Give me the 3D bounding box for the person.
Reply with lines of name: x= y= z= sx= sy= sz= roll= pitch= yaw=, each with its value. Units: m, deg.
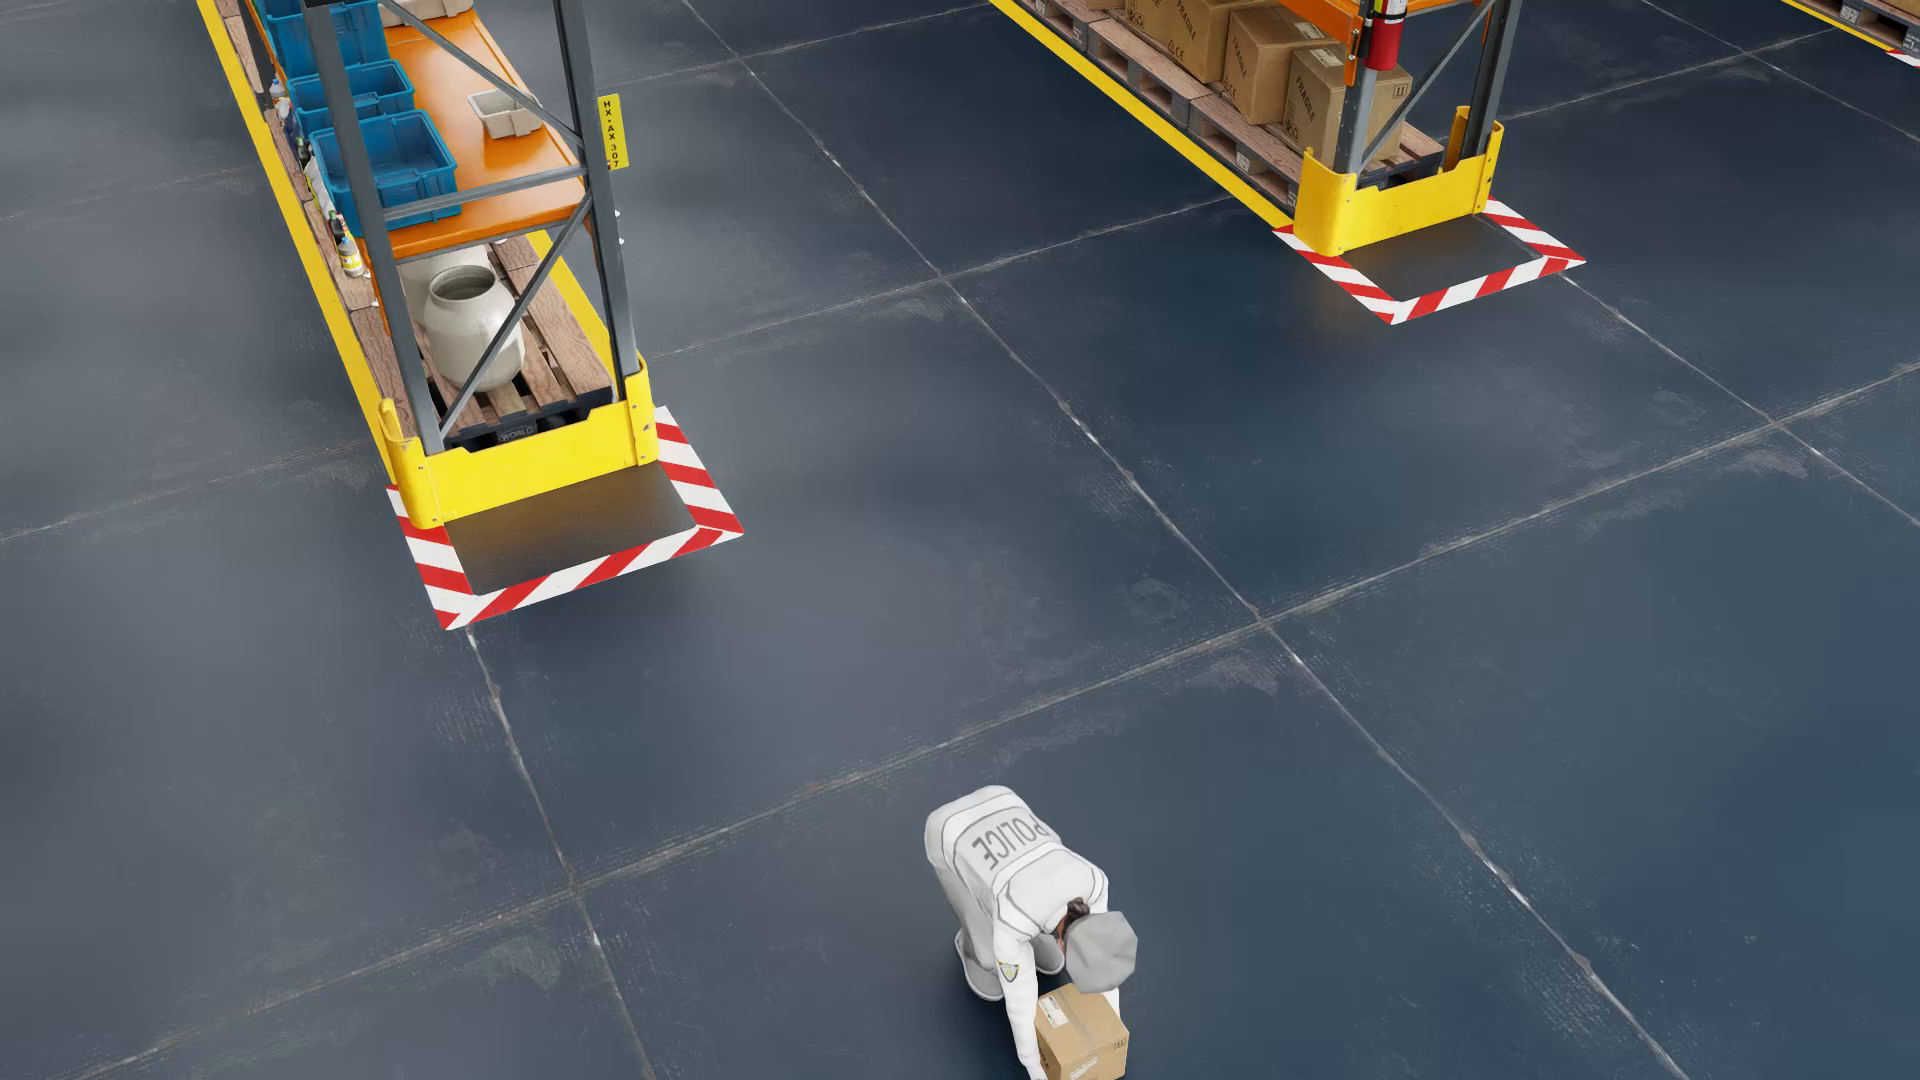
person: x=0.226 y=1.246 z=5.455 sx=0.441 sy=0.769 sz=0.909 roll=-20 pitch=45 yaw=-21
